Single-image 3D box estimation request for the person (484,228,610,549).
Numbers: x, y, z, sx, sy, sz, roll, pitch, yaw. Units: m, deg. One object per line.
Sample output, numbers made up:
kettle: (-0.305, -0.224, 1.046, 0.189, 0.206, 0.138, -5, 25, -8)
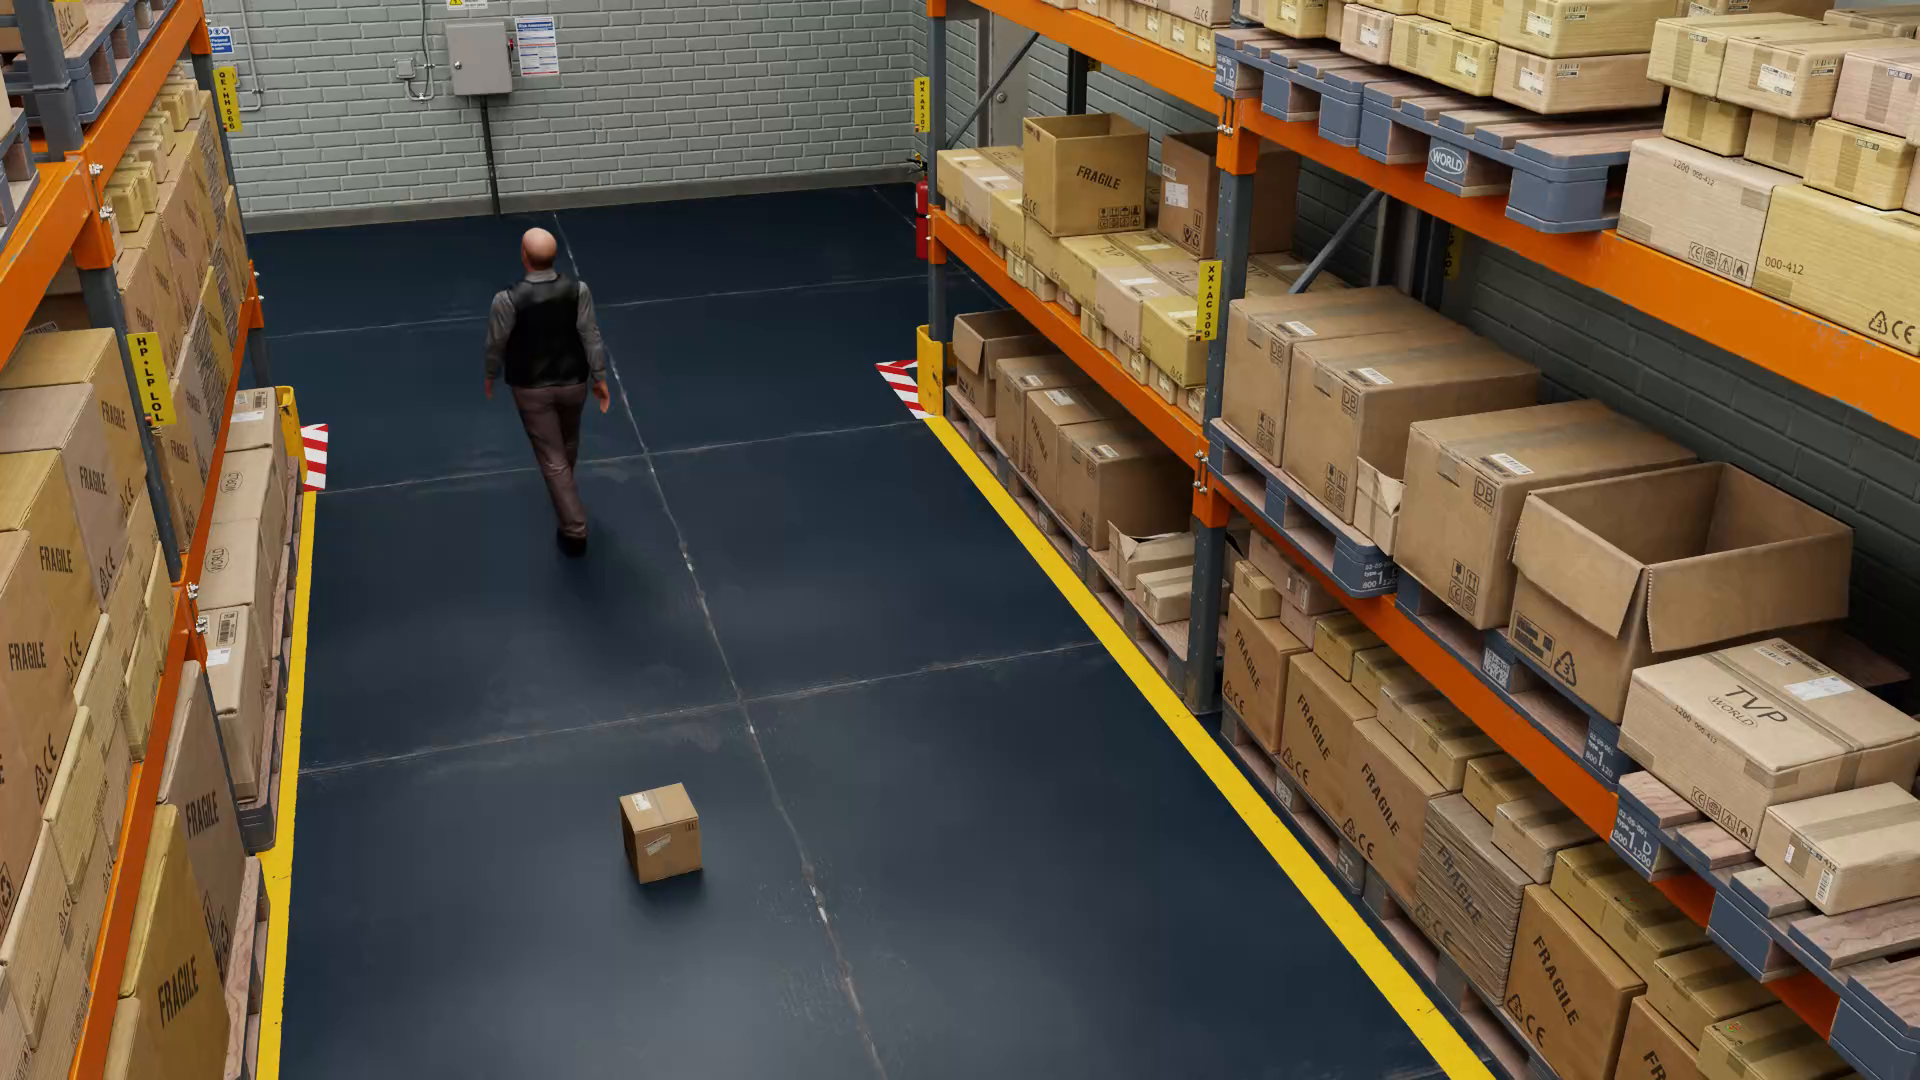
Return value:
person: (-2.241, -0.870, 8.881, 0.575, 1.670, 0.978, -16, 30, -29)
